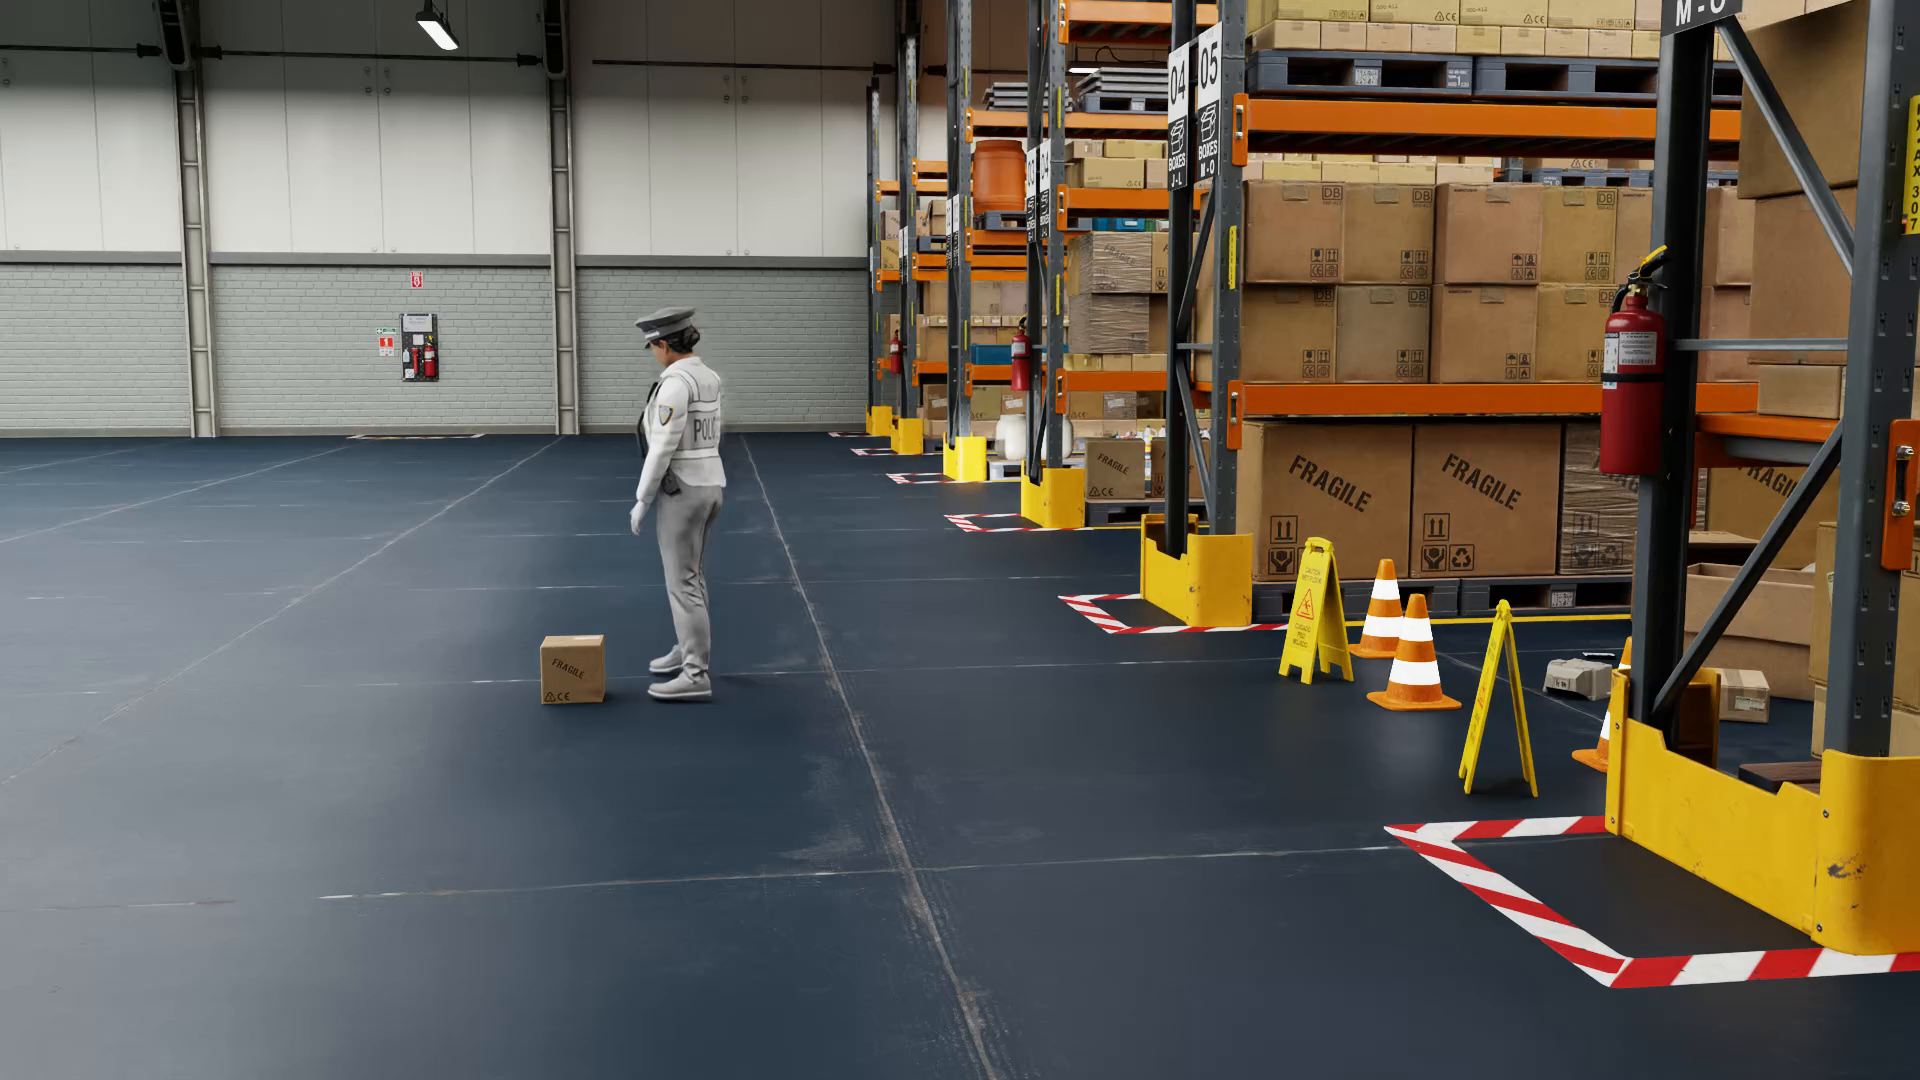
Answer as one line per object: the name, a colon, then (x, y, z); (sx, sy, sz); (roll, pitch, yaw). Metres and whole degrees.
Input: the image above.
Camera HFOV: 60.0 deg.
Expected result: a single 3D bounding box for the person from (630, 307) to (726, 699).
person: (-1.244, -0.180, 7.270); (0.490, 1.658, 0.669); (1, 7, 11)
